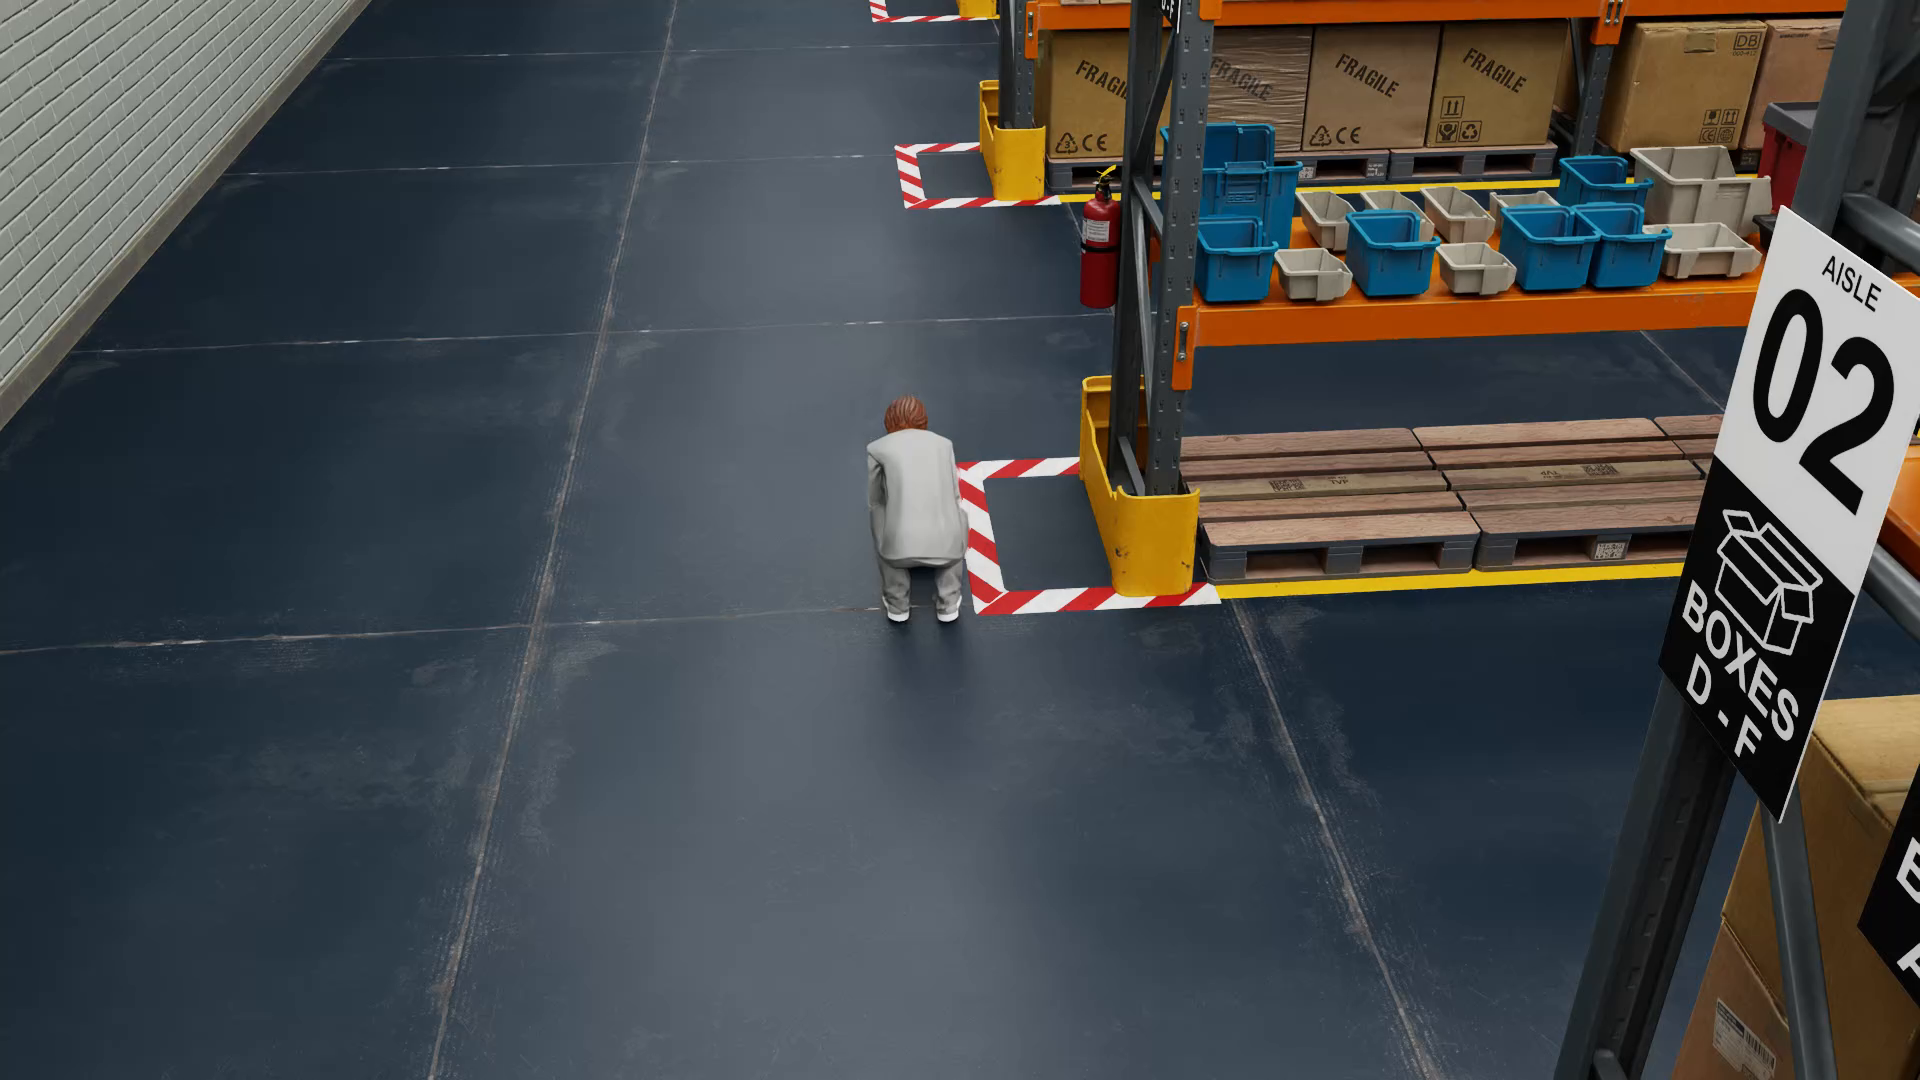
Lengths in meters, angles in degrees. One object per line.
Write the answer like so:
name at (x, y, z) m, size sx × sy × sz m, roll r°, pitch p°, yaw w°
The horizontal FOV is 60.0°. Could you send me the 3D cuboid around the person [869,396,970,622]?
person at (-0.176, -0.083, 7.118) m, size 0.432 × 0.724 × 0.782 m, roll -1°, pitch 32°, yaw -1°
